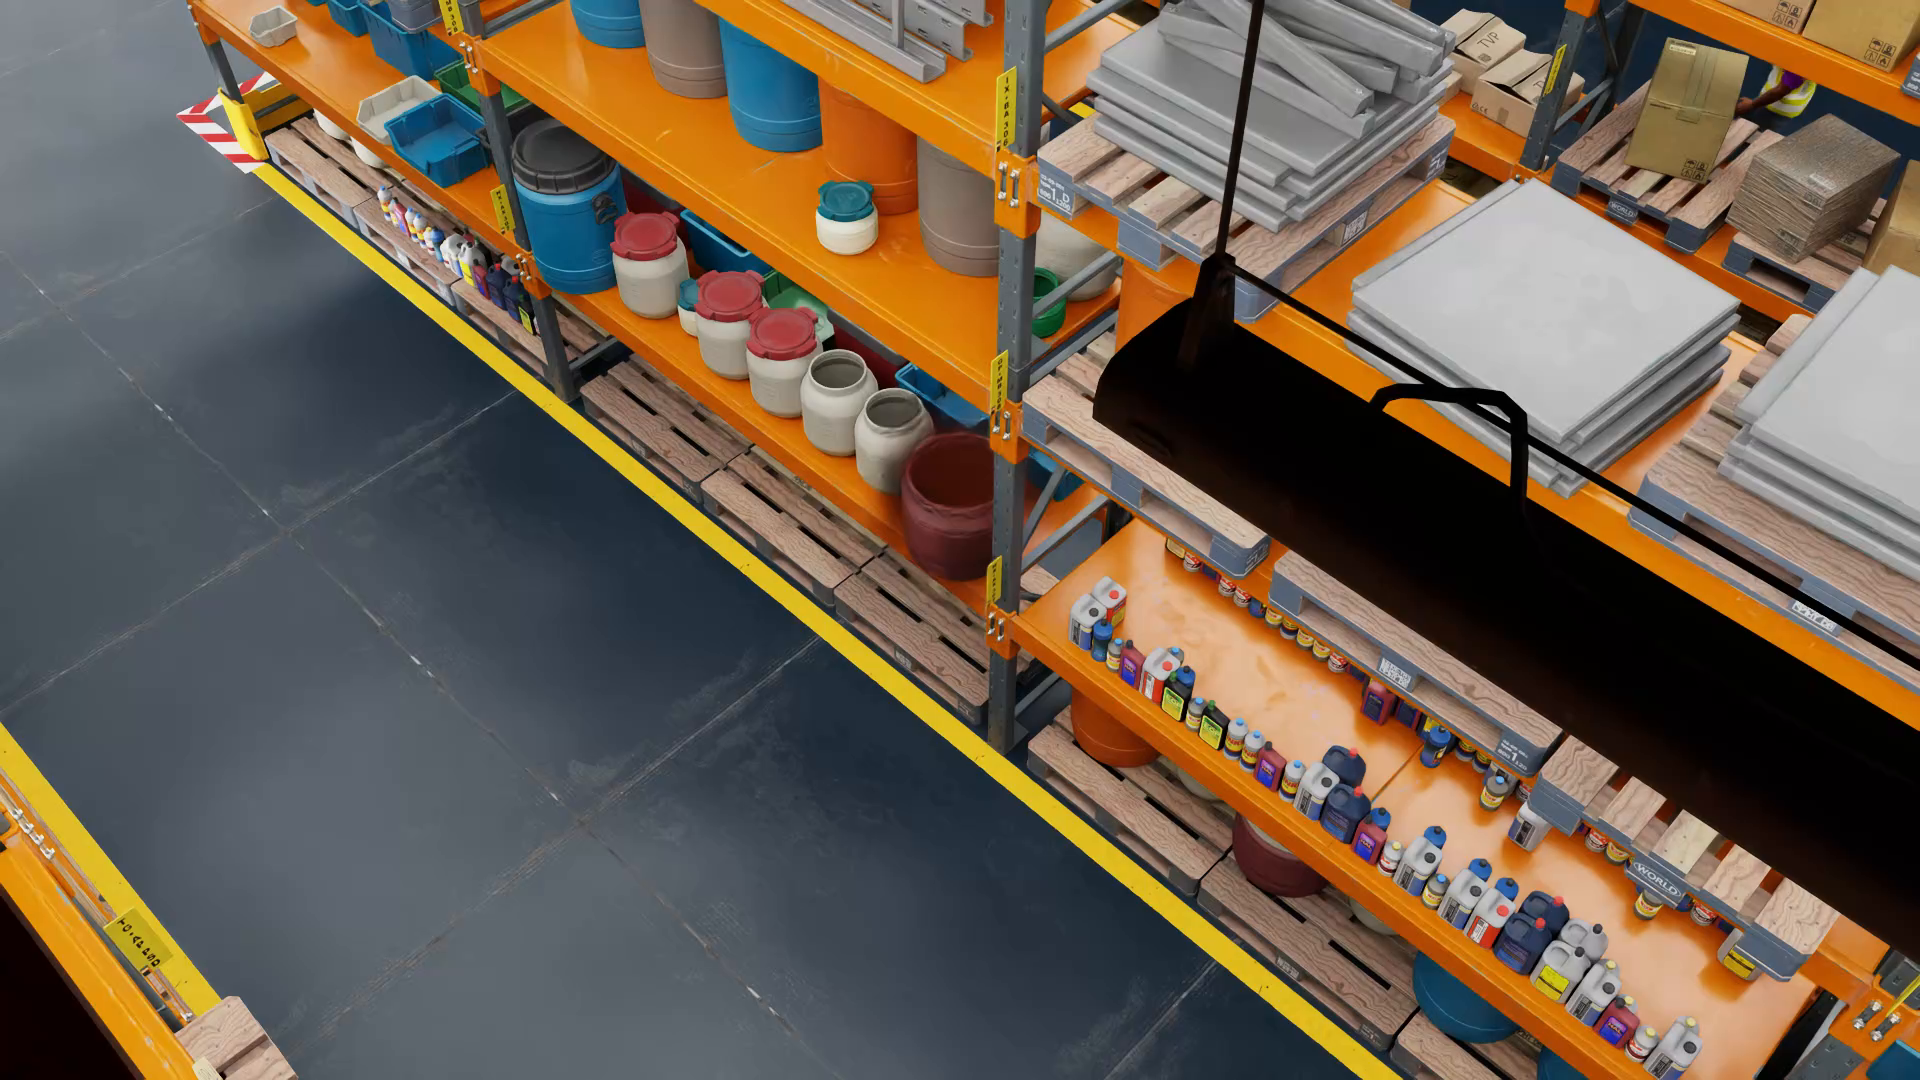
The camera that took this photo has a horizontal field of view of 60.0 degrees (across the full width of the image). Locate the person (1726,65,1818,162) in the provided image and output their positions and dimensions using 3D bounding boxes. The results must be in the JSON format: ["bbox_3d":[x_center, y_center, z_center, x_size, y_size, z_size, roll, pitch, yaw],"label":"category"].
[{"bbox_3d":[5.773,-3.186,11.931,0.685,1.788,0.595,33,57,24],"label":"person"}]
